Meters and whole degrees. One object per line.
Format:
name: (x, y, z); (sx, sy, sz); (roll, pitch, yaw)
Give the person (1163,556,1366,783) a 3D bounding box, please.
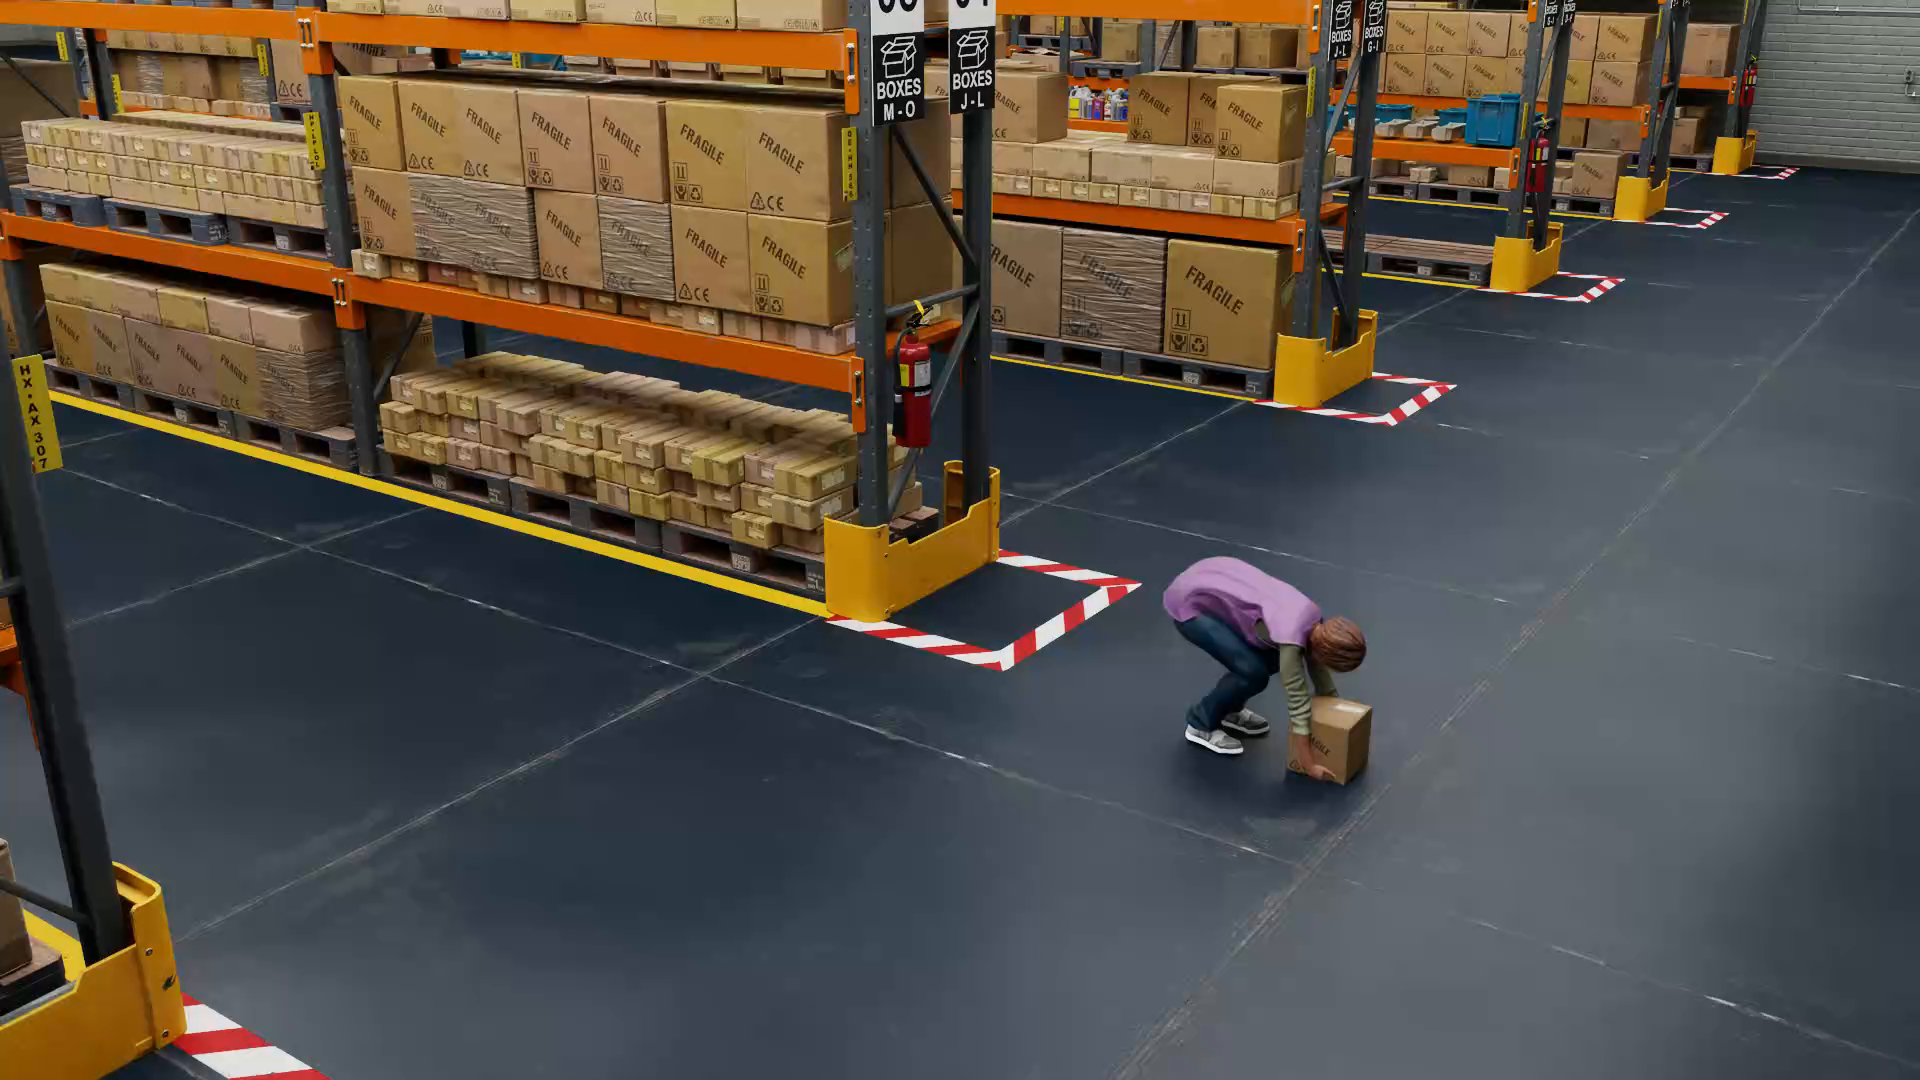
person: (1.256, 0.503, 6.901); (0.864, 0.807, 0.432); (12, 23, 30)
